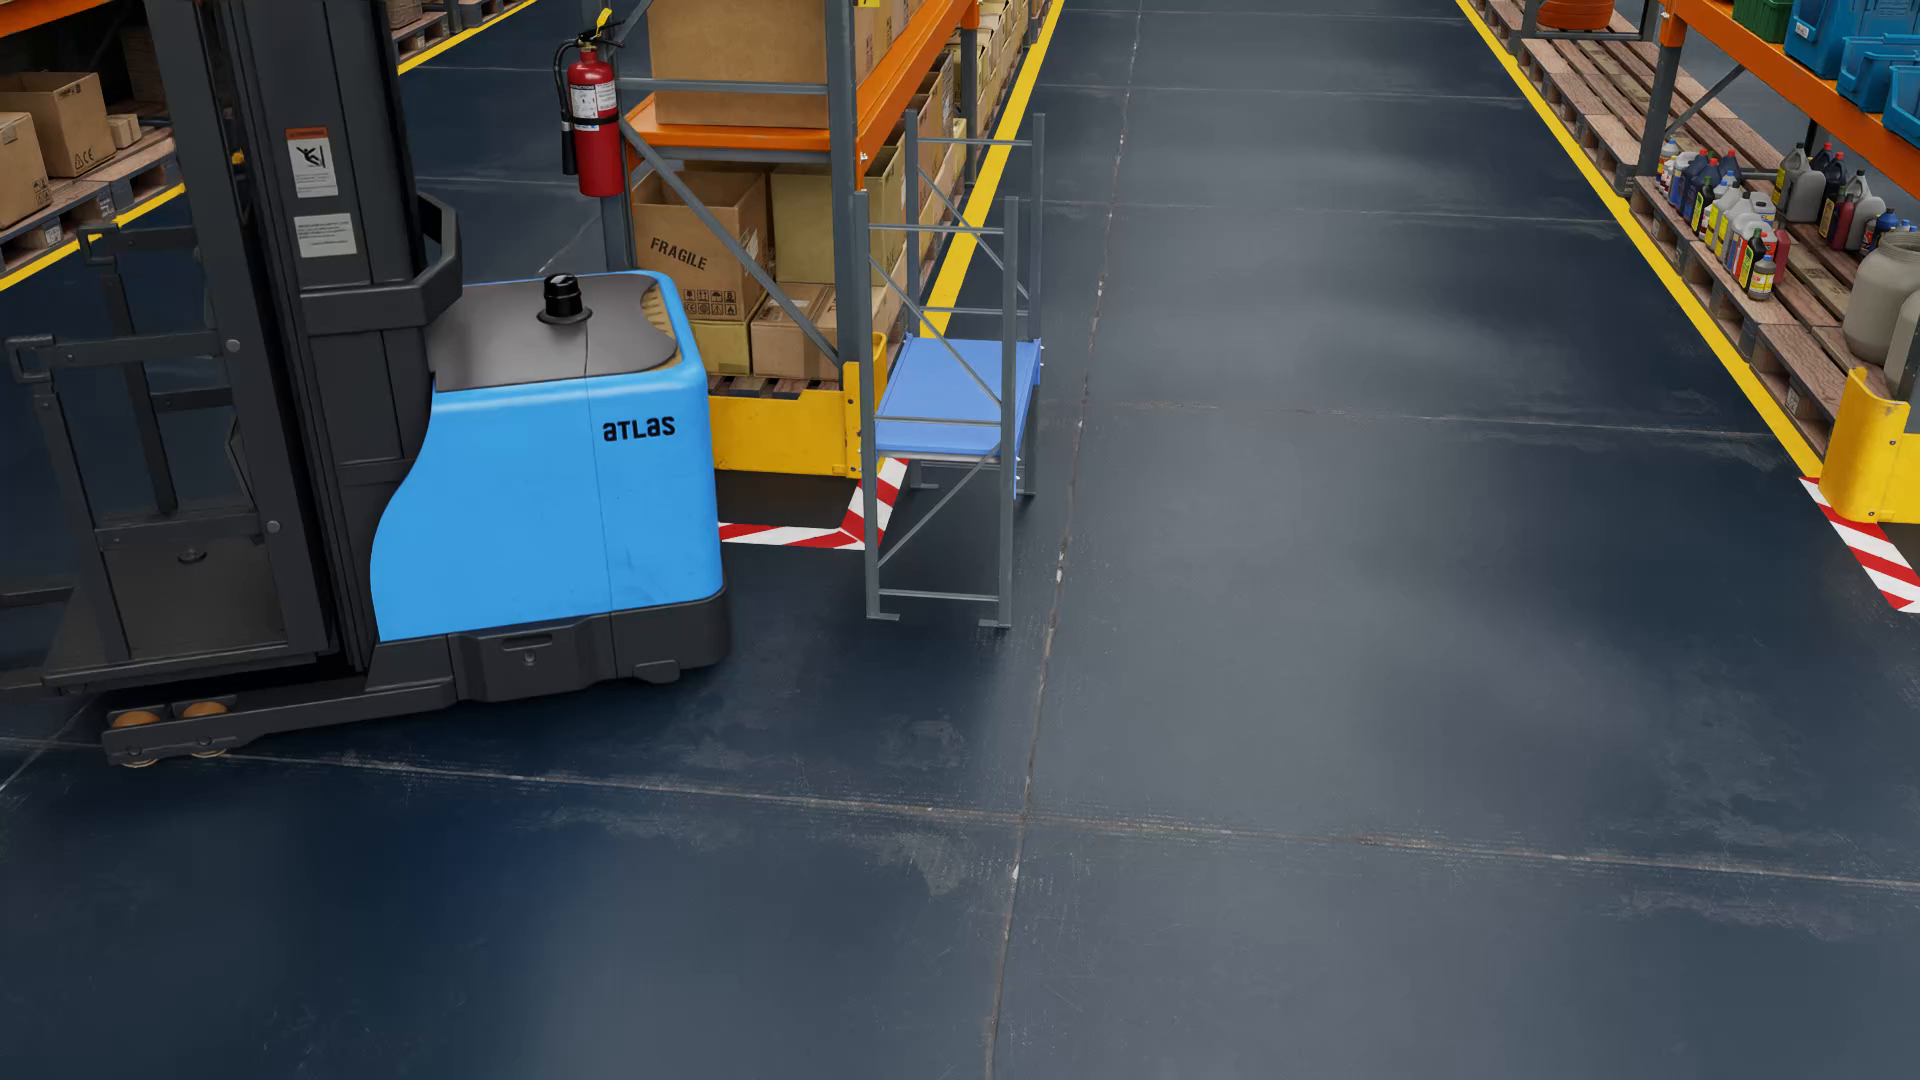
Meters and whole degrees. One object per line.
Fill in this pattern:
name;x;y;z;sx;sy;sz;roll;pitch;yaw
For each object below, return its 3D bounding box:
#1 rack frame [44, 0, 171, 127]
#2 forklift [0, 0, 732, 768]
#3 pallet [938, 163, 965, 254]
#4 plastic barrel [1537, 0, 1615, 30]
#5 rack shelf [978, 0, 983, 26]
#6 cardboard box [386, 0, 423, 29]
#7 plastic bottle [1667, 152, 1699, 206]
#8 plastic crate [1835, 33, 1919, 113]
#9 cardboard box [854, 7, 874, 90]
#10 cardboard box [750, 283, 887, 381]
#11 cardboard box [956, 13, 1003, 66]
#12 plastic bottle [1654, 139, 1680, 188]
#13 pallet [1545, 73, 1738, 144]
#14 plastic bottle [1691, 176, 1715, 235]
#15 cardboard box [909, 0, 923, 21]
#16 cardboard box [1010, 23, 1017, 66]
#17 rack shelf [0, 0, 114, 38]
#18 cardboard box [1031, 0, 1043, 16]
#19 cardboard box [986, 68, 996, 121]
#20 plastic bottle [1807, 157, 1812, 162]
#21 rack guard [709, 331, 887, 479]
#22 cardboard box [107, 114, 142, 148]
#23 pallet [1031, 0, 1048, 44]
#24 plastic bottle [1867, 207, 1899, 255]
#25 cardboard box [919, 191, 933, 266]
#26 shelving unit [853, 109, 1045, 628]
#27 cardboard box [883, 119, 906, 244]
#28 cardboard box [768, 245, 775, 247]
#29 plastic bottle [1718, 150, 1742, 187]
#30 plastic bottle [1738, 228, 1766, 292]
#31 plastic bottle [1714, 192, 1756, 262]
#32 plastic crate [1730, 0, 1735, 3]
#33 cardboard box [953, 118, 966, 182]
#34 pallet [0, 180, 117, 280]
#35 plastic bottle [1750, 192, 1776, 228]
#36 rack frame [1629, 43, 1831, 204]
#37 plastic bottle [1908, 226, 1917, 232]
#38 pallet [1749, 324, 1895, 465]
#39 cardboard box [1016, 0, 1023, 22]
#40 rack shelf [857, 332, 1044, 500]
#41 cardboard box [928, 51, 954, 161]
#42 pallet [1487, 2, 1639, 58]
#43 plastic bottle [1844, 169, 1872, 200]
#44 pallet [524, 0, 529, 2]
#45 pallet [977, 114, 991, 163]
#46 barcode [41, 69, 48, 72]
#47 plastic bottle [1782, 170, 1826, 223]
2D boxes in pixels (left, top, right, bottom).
rack frame;-5.317;-3.860;10.252;1.000;3.000;0.127;3;28;6
forklift;-2.321;-0.887;4.805;3.031;2.935;1.130;-7;29;-13
pallet;-0.539;-1.974;9.692;1.003;0.211;1.213;3;28;6
plastic barrel;5.049;-4.628;13.522;0.600;0.830;0.708;3;28;6
rack shelf;-0.155;-4.198;11.639;1.077;0.370;4.000;3;28;6
cardboard box;-4.863;-4.494;13.600;0.700;0.500;0.500;4;29;7
plastic bottle;4.029;-2.000;9.208;0.152;0.276;0.135;4;29;8
plastic crate;3.875;-1.894;6.760;0.499;0.251;0.408;3;28;6
cardboard box;-0.761;-2.201;7.068;0.700;0.500;0.500;4;29;8
cardboard box;-0.604;-0.905;7.223;0.500;0.250;0.500;3;28;6
cardboard box;0.027;-3.454;11.363;0.500;0.311;0.500;2;28;5
plastic bottle;4.041;-2.152;9.495;0.097;0.271;0.097;0;28;0
pallet;4.720;-3.004;11.604;1.003;0.211;1.213;3;28;6
plastic bottle;3.920;-1.762;8.758;0.061;0.283;0.133;5;29;8
cardboard box;-0.572;-2.924;8.409;0.700;0.500;0.500;4;29;7
cardboard box;0.143;-3.690;12.392;0.500;0.250;0.500;4;29;7
rack shelf;-5.562;-2.602;8.675;1.077;0.370;4.000;3;28;6
cardboard box;0.429;-4.747;14.071;0.500;0.500;0.500;5;29;8
cardboard box;-0.041;-2.964;11.045;0.500;0.250;0.500;4;29;7
plastic bottle;4.780;-2.057;9.392;0.097;0.201;0.097;0;28;0
rack guard;-0.893;-0.579;6.798;1.175;0.500;0.348;3;28;6
cardboard box;-5.353;-2.552;10.349;0.380;0.166;0.250;0;28;0
pallet;0.219;-4.578;14.525;1.003;0.211;1.213;3;28;6
plastic bottle;4.636;-1.533;8.345;0.097;0.271;0.097;0;28;0
cardboard box;-0.418;-1.611;8.533;0.500;0.250;0.500;3;28;6
shelving unit;-0.010;-0.620;5.820;0.538;1.500;1.048;3;28;6
cardboard box;-0.496;-1.706;7.920;0.500;0.500;0.500;3;28;6
cardboard box;-1.009;-1.406;8.154;0.500;0.250;0.500;3;28;6
plastic bottle;4.148;-1.947;9.031;0.144;0.351;0.185;3;28;6
plastic bottle;3.812;-1.345;7.984;0.061;0.283;0.133;4;29;7
plastic bottle;3.907;-1.579;8.348;0.144;0.351;0.185;5;29;8
plastic crate;4.325;-3.018;8.754;0.767;0.338;0.504;3;28;6
cardboard box;-0.240;-2.317;9.844;0.500;0.250;0.500;3;28;6
pallet;-5.511;-1.738;9.253;1.003;0.211;1.213;3;28;6
plastic bottle;4.080;-1.637;8.534;0.152;0.276;0.135;3;28;6
rack frame;4.516;-3.284;9.183;1.000;3.000;0.127;3;28;6
plastic bottle;4.599;-1.390;8.081;0.097;0.271;0.097;0;28;0
pallet;4.093;-0.594;7.130;1.003;0.211;1.213;3;28;6
cardboard box;0.213;-4.172;12.696;0.500;0.311;0.500;3;28;5
rack shelf;-0.010;-0.462;5.905;0.538;0.185;1.000;3;28;6
cardboard box;-0.313;-2.412;9.231;0.500;0.500;0.500;3;28;6
pallet;5.061;-4.313;14.033;1.003;0.211;1.213;3;28;6
plastic bottle;4.660;-1.749;8.663;0.144;0.351;0.185;3;28;6
pallet;-4.503;-5.454;16.152;1.003;0.211;1.213;3;28;6
pallet;-0.348;-2.695;11.030;1.003;0.211;1.213;3;28;6
barcode;-5.621;-2.854;10.218;0.001;0.075;0.075;3;28;6
plastic bottle;4.549;-1.865;8.957;0.152;0.276;0.135;3;28;6
